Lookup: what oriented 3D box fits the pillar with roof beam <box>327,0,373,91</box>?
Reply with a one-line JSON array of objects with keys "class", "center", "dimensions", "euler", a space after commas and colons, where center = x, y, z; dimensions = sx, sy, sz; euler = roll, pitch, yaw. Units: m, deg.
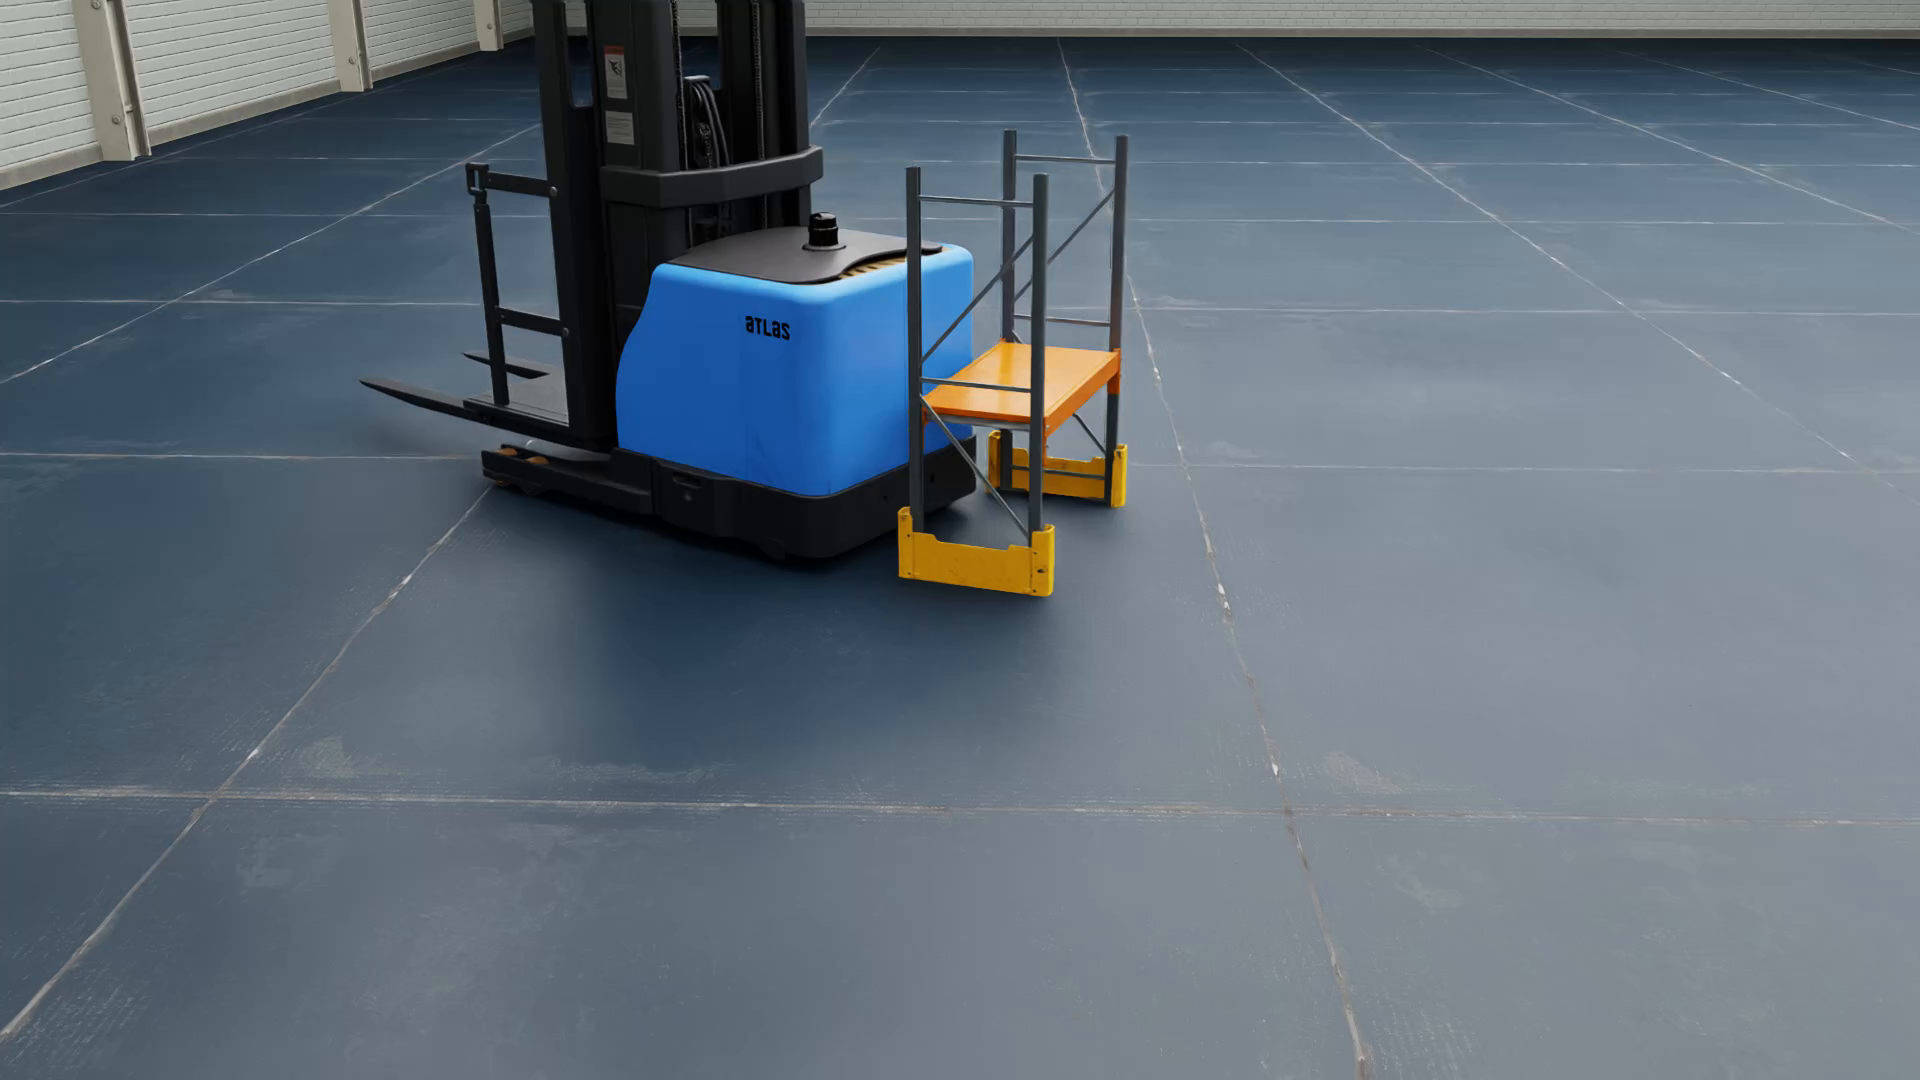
[{"class": "pillar with roof beam", "center": [-3.553, -10.005, 19.873], "dimensions": [9.100, 9.000, 0.400], "euler": [1, 21, 2]}]

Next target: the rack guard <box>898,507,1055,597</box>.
[{"class": "rack guard", "center": [0.056, 0.041, 6.077], "dimensions": [0.587, 0.250, 0.087], "euler": [8, 23, 19]}]

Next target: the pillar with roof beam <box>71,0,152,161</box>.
[{"class": "pillar with roof beam", "center": [-3.736, -7.835, 14.282], "dimensions": [9.100, 9.000, 0.400], "euler": [1, 21, 2]}]

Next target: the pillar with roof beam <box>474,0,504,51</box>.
[{"class": "pillar with roof beam", "center": [-3.371, -12.174, 25.464], "dimensions": [9.100, 9.000, 0.400], "euler": [1, 21, 2]}]

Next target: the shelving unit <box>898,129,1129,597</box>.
[{"class": "shelving unit", "center": [0.230, -0.710, 6.286], "dimensions": [0.587, 1.500, 1.083], "euler": [8, 23, 19]}]

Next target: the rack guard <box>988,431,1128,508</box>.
[{"class": "rack guard", "center": [0.404, -0.296, 6.946], "dimensions": [0.587, 0.250, 0.087], "euler": [8, 23, 19]}]

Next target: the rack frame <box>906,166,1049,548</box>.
[{"class": "rack frame", "center": [0.055, -0.541, 5.850], "dimensions": [0.500, 1.500, 0.032], "euler": [8, 23, 19]}]

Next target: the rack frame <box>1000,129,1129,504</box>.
[{"class": "rack frame", "center": [0.411, -0.885, 6.737], "dimensions": [0.500, 1.500, 0.032], "euler": [8, 23, 19]}]

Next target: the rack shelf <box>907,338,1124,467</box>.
[{"class": "rack shelf", "center": [0.233, -0.545, 6.358], "dimensions": [0.538, 0.185, 1.000], "euler": [8, 23, 19]}]

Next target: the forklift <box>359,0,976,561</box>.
[{"class": "forklift", "center": [-1.424, -1.690, 6.834], "dimensions": [3.031, 2.935, 1.130], "euler": [15, 26, 33]}]
